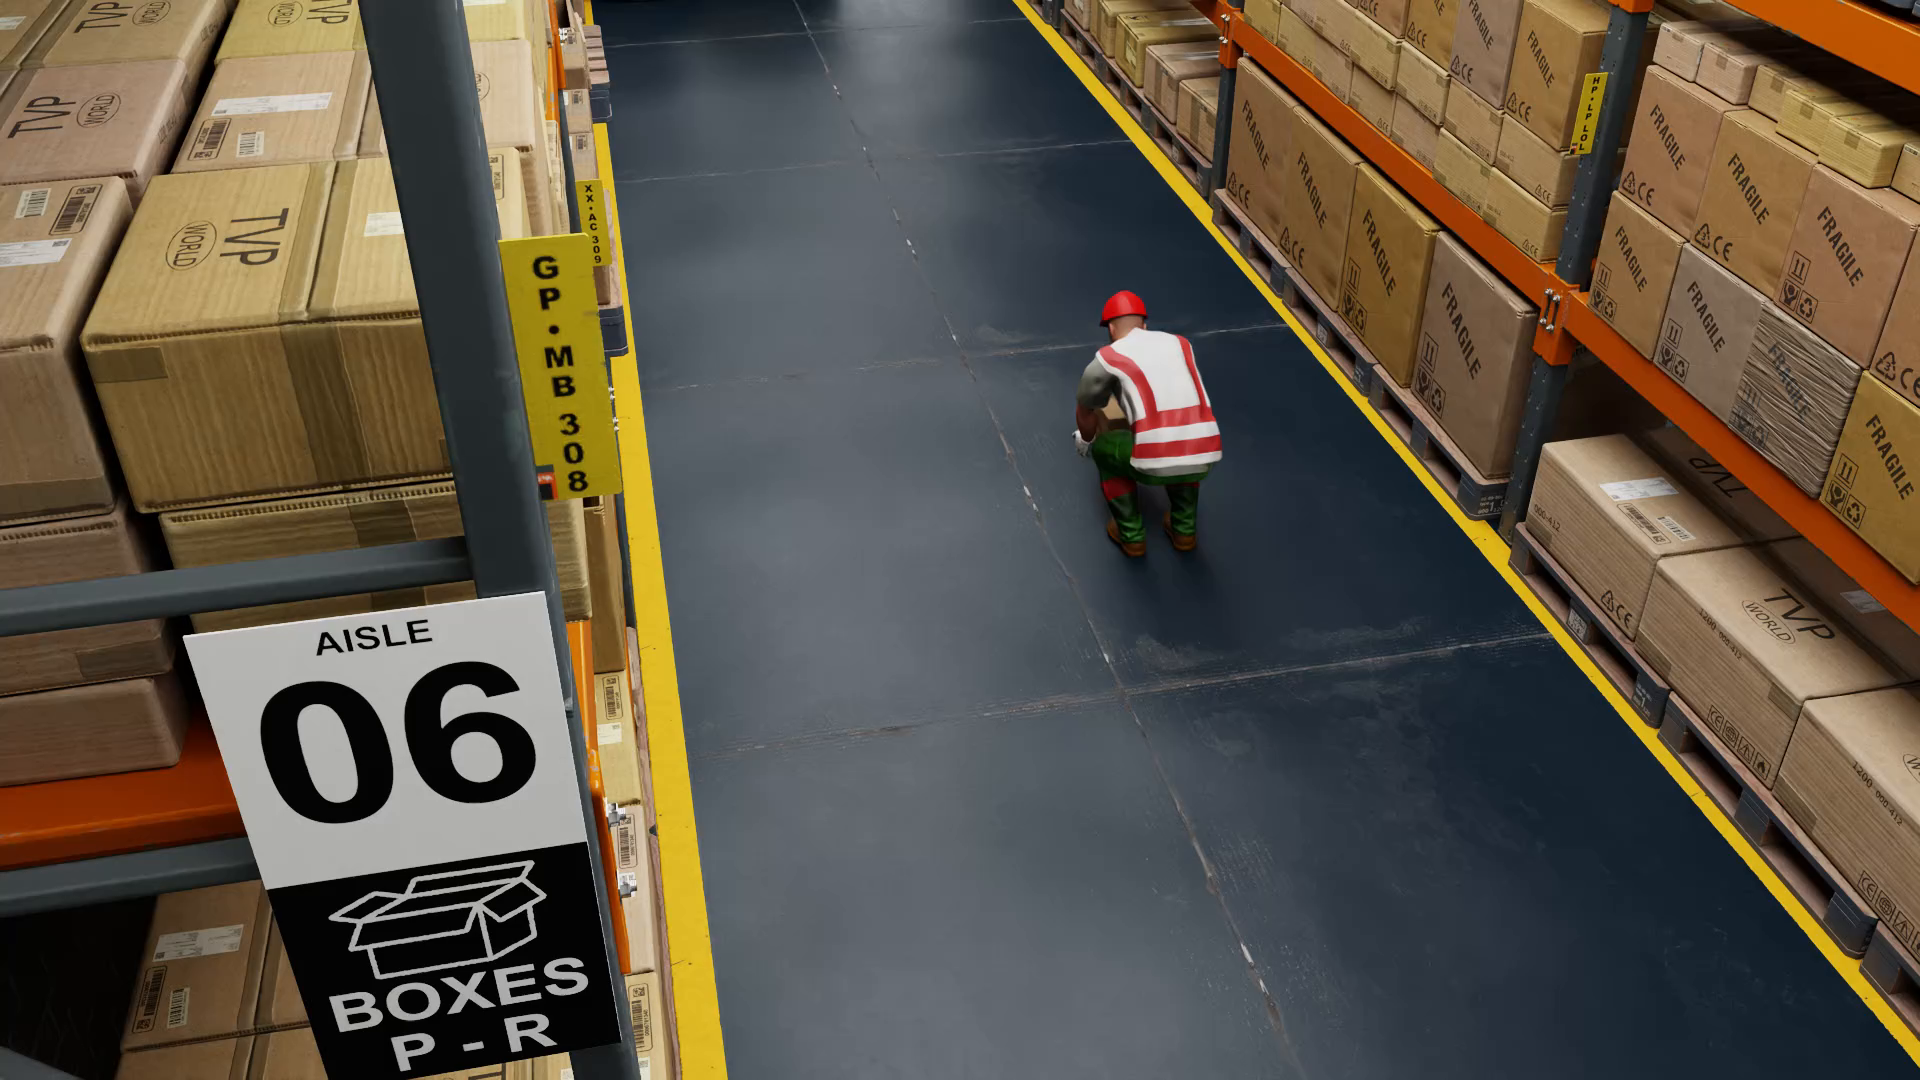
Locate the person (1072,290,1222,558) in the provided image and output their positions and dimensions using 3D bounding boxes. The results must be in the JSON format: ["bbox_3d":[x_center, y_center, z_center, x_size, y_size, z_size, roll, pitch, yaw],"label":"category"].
[{"bbox_3d":[0.839,-0.501,7.505,0.577,1.073,0.862,-7,35,-11],"label":"person"}]
